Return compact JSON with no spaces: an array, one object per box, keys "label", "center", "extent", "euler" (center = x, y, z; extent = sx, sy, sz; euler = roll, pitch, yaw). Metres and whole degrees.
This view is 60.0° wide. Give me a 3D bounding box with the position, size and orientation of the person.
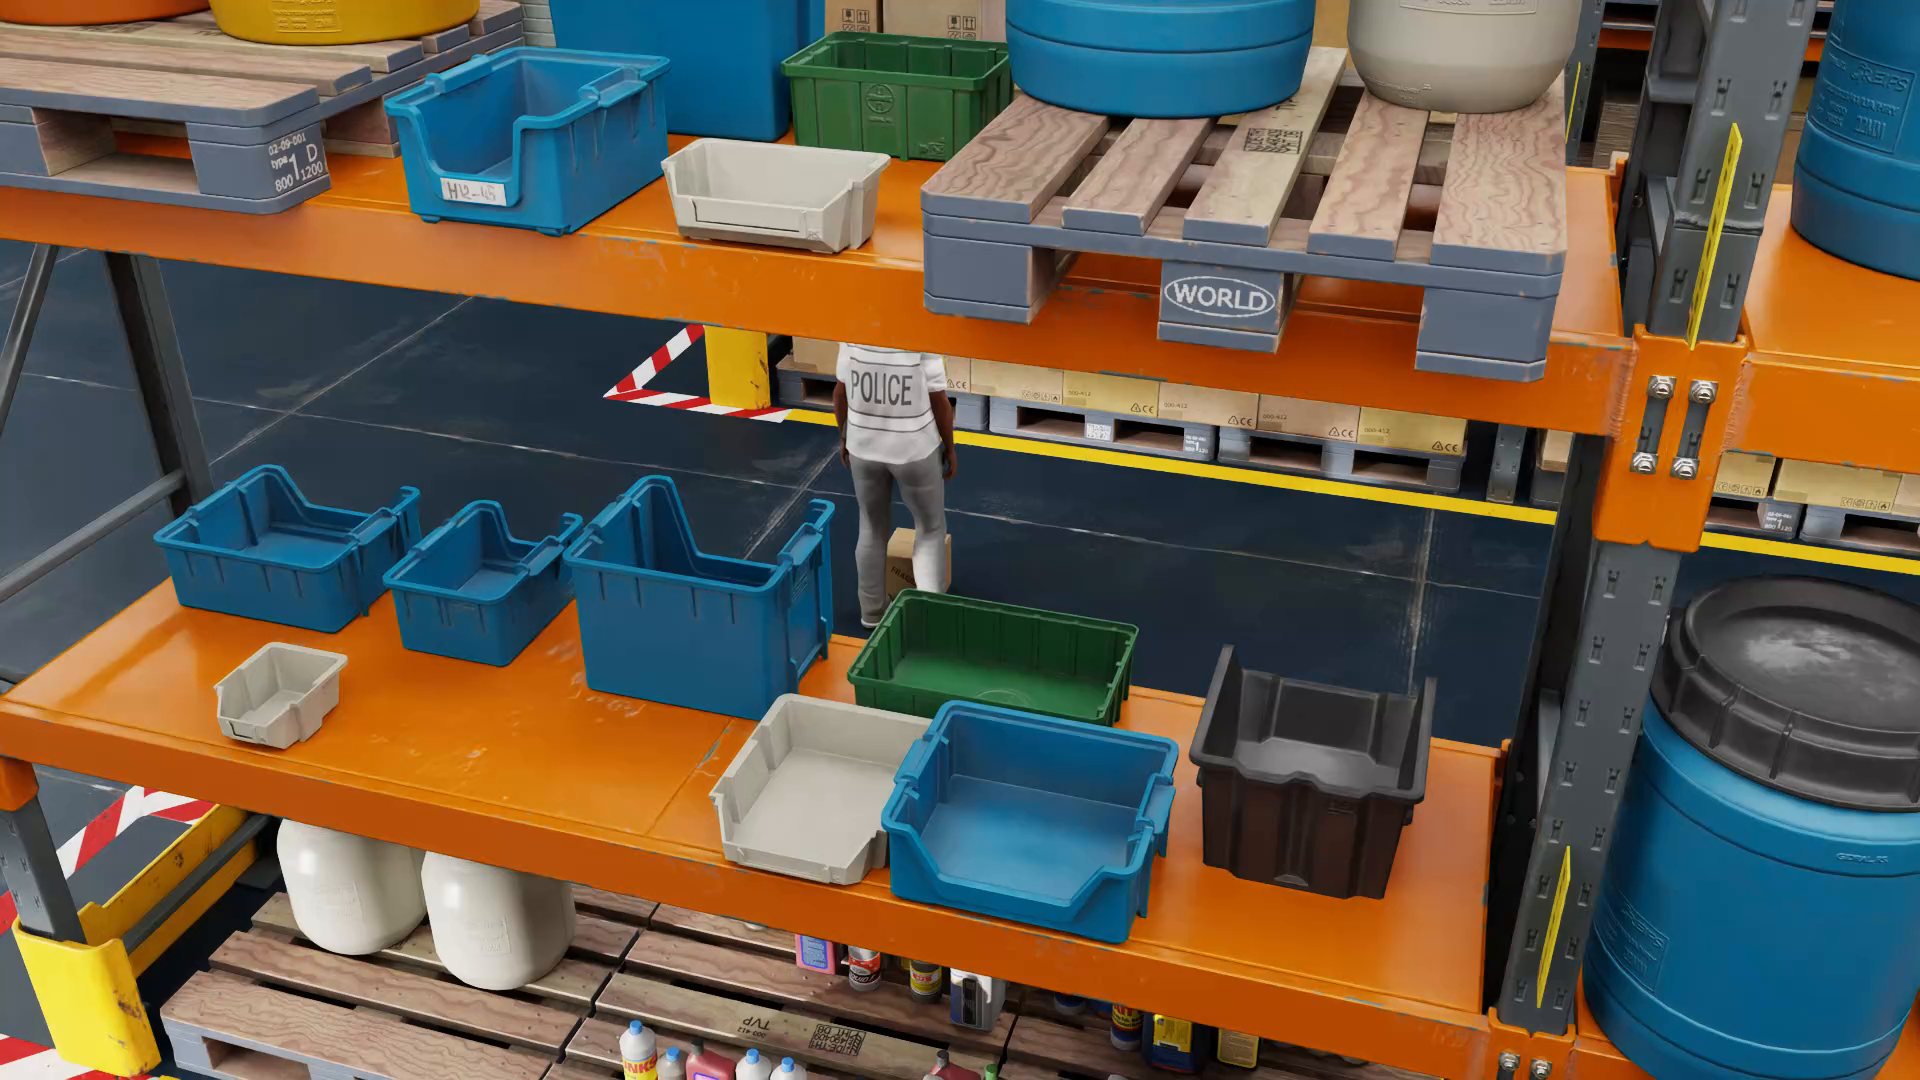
[{"label":"person","center":[-0.252,-0.377,6.798],"extent":[0.517,1.657,0.400],"euler":[8,30,14]}]
